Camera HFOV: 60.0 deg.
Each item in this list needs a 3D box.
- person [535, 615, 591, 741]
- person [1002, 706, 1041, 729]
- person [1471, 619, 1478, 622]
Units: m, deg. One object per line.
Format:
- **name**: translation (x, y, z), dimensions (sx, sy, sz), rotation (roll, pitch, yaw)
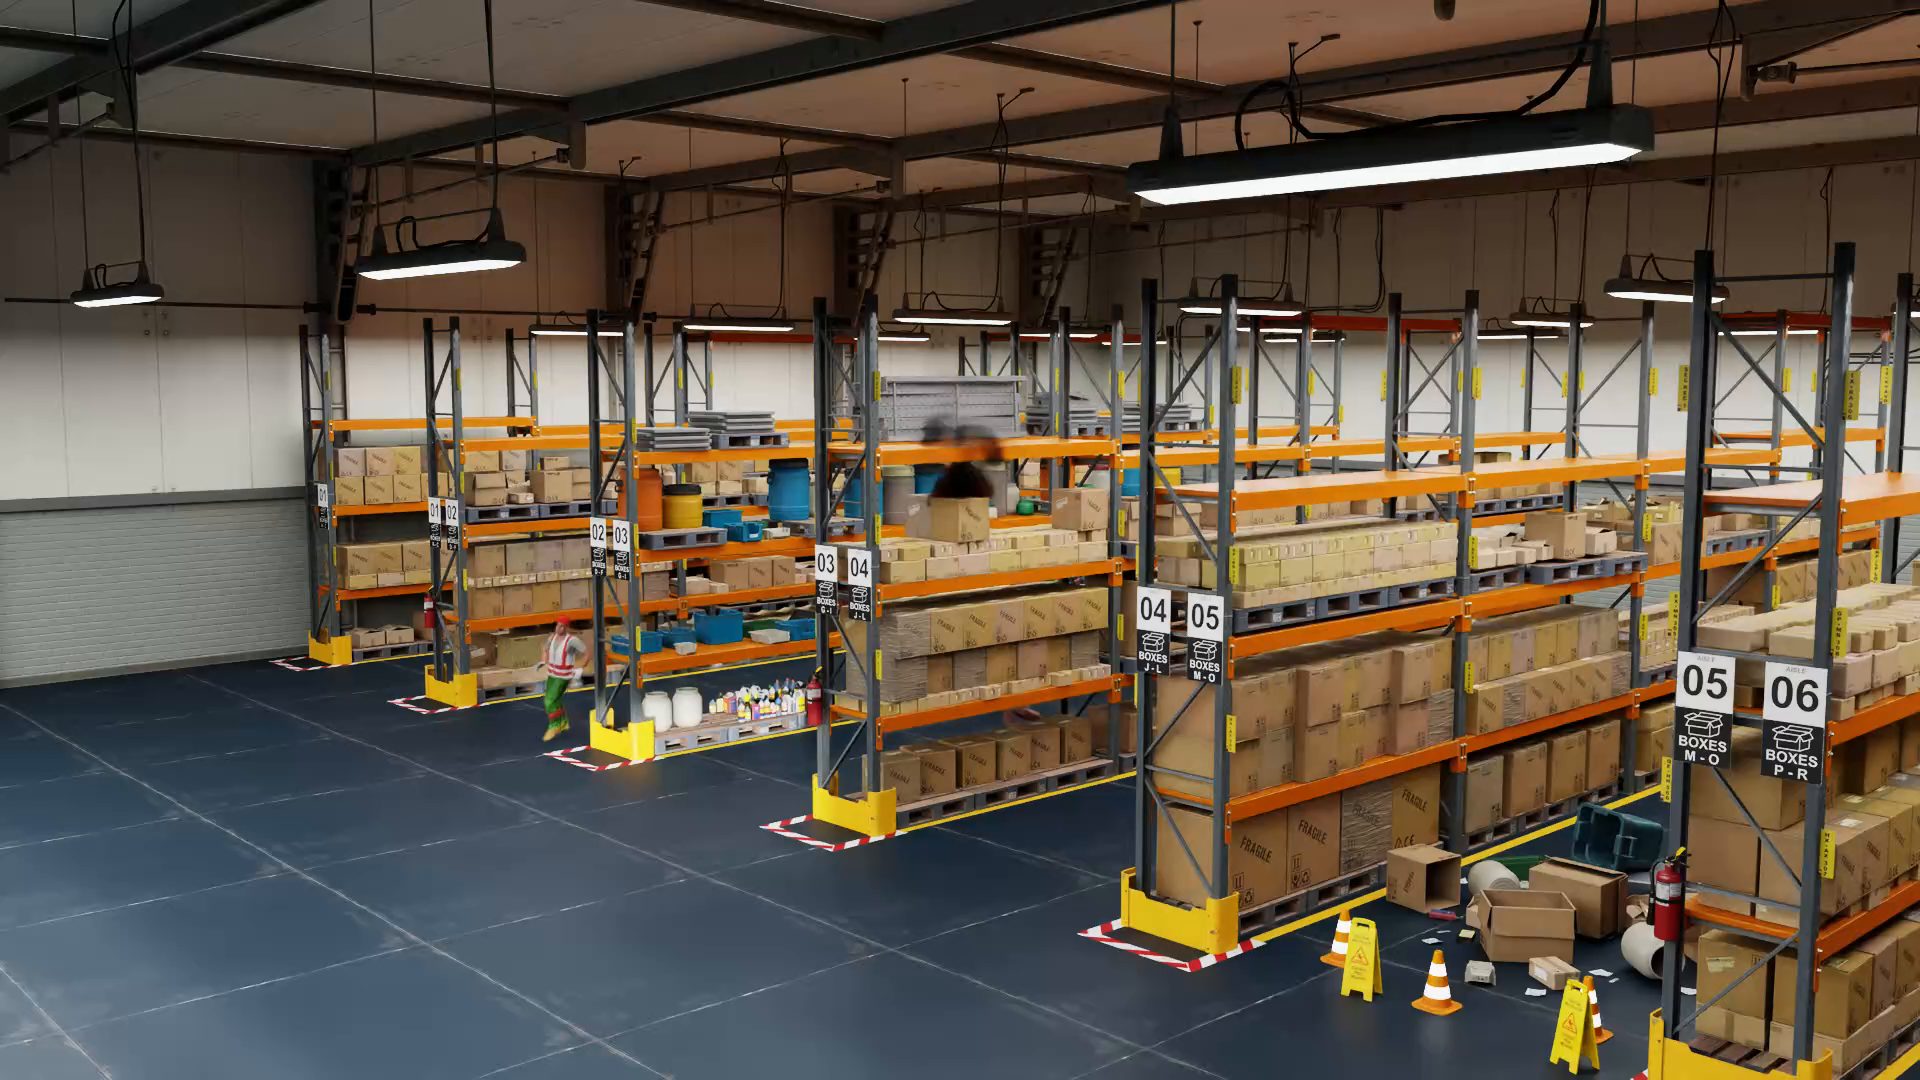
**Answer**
- **person**: translation (-5.617, 1.937, 23.394), dimensions (0.719, 1.781, 0.675), rotation (4, 7, 33)
- **person**: translation (0.795, 2.008, 23.223), dimensions (0.609, 1.638, 0.783), rotation (5, 7, 39)
- **person**: translation (7.357, 1.948, 23.895), dimensions (0.627, 1.666, 0.546), rotation (5, 7, 39)
